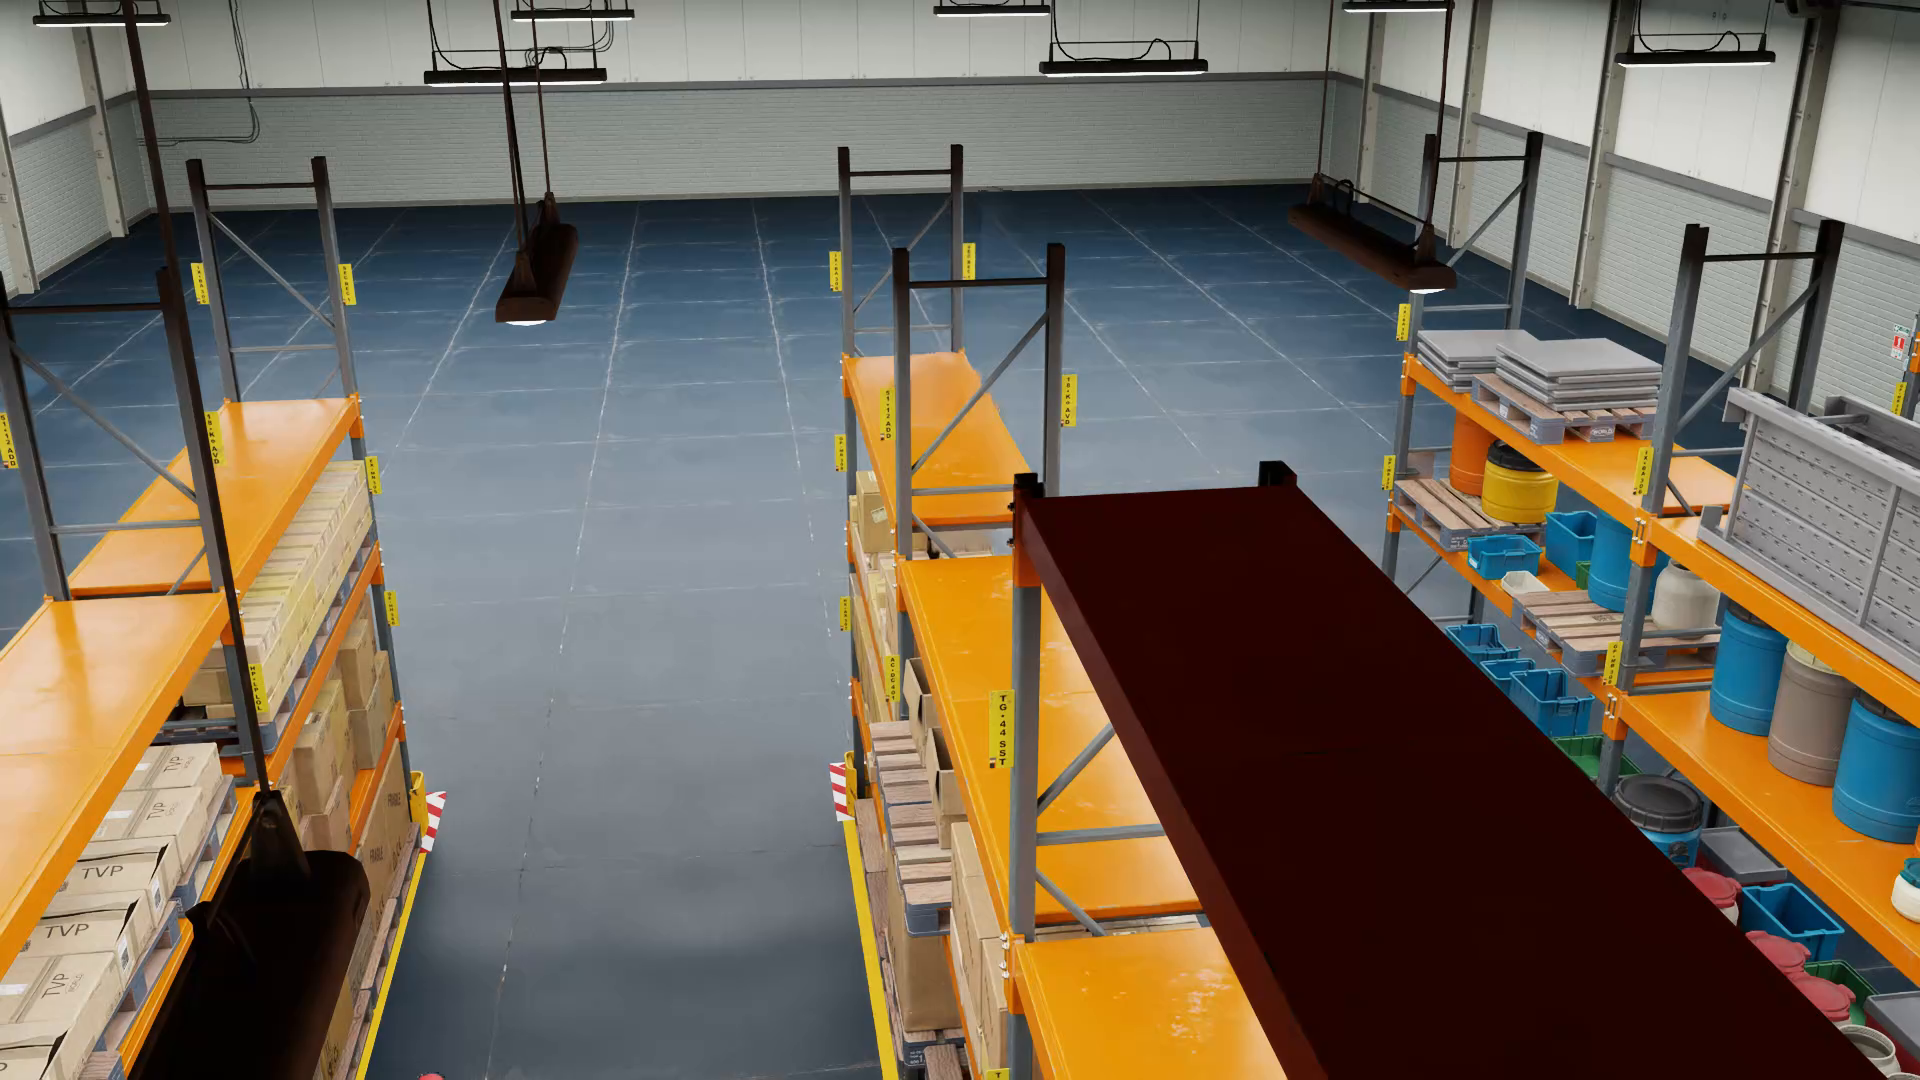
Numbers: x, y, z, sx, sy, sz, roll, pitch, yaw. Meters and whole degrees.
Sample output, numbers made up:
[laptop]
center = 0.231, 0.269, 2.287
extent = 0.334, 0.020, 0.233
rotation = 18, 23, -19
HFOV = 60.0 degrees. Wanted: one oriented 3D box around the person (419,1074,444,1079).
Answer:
[person]
center = -2.998, 3.802, 9.628
extent = 0.636, 1.772, 0.626
rotation = -4, 22, -9
